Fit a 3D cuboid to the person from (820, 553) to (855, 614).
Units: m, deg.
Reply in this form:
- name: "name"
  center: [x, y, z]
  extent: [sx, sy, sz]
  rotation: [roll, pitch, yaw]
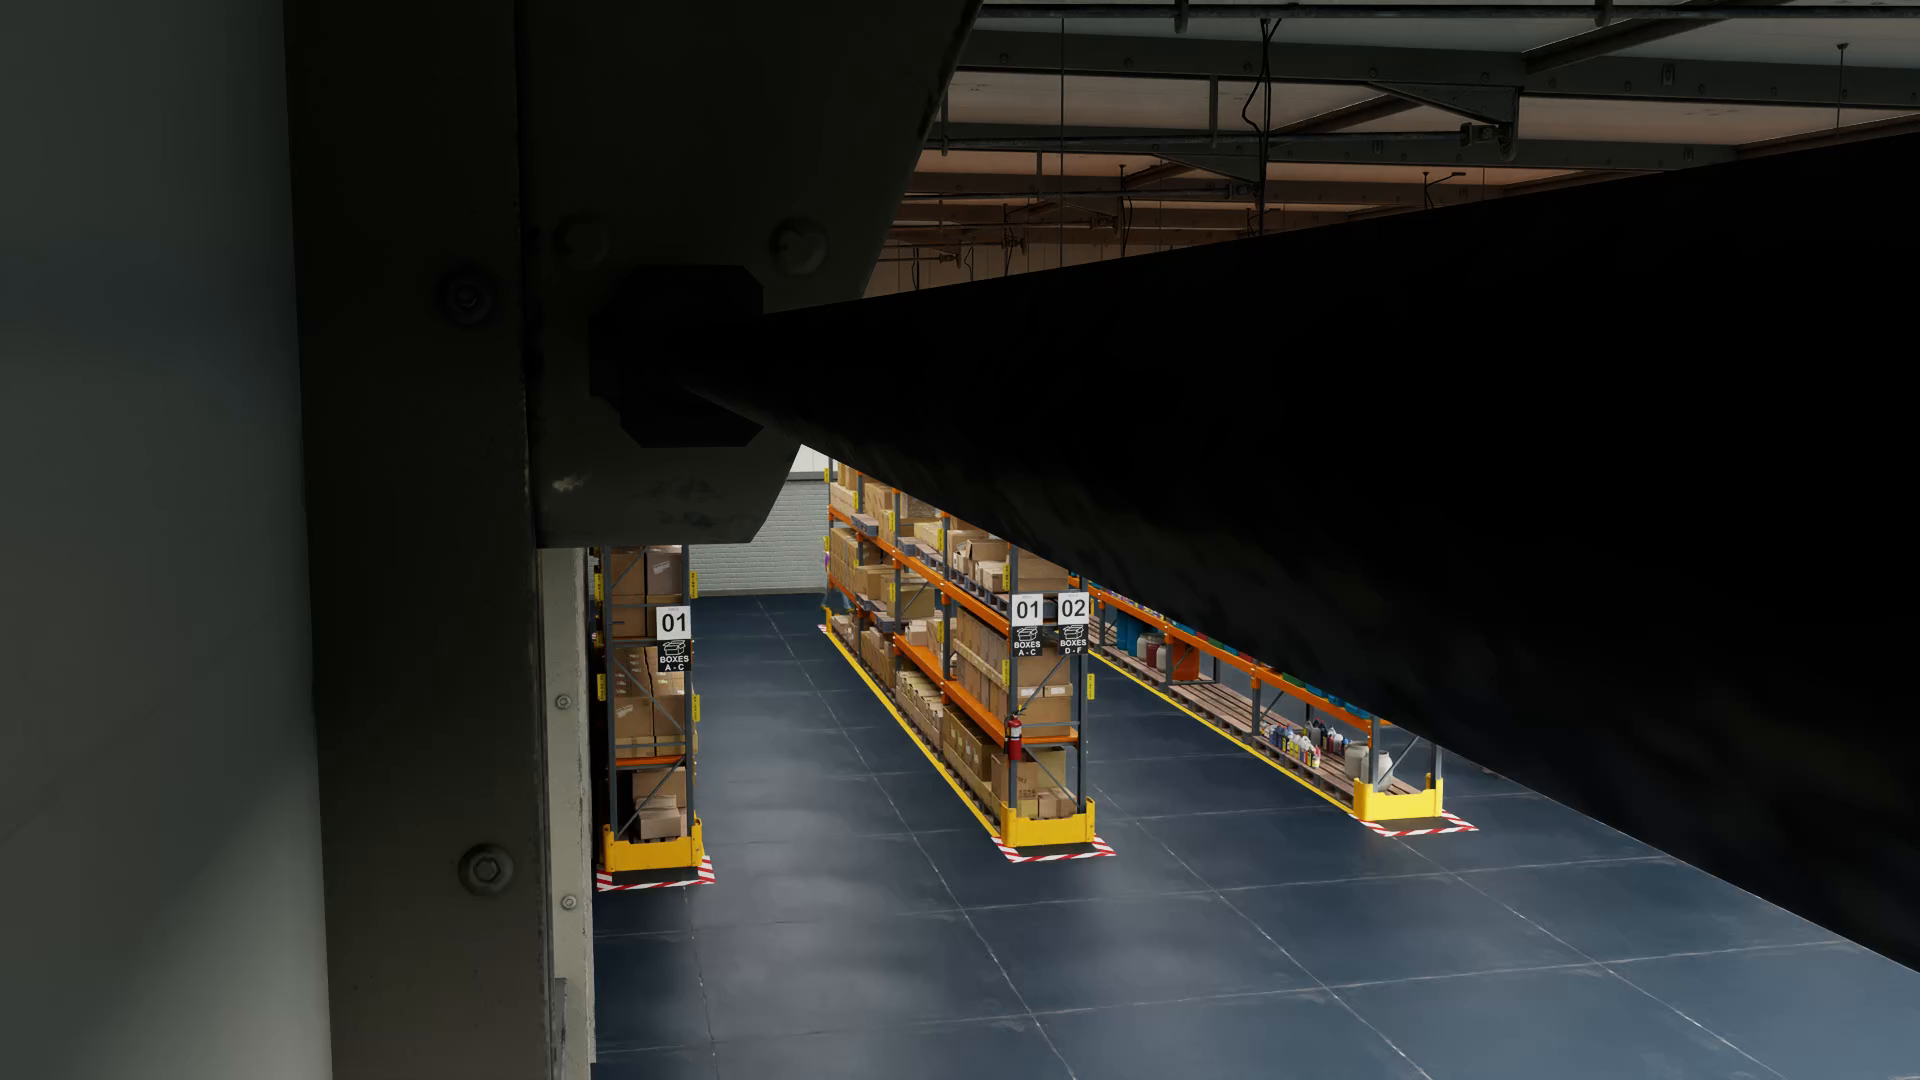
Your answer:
- name: "person"
  center: [-2.846, 0.863, 38.943]
  extent: [0.685, 1.729, 1.040]
  rotation: [-6, 9, -43]

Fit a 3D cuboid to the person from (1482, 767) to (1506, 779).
- name: "person"
  center: [7.815, 2.618, 24.410]
  extent: [0.409, 1.673, 0.594]
  rotation: [-6, 9, -43]
